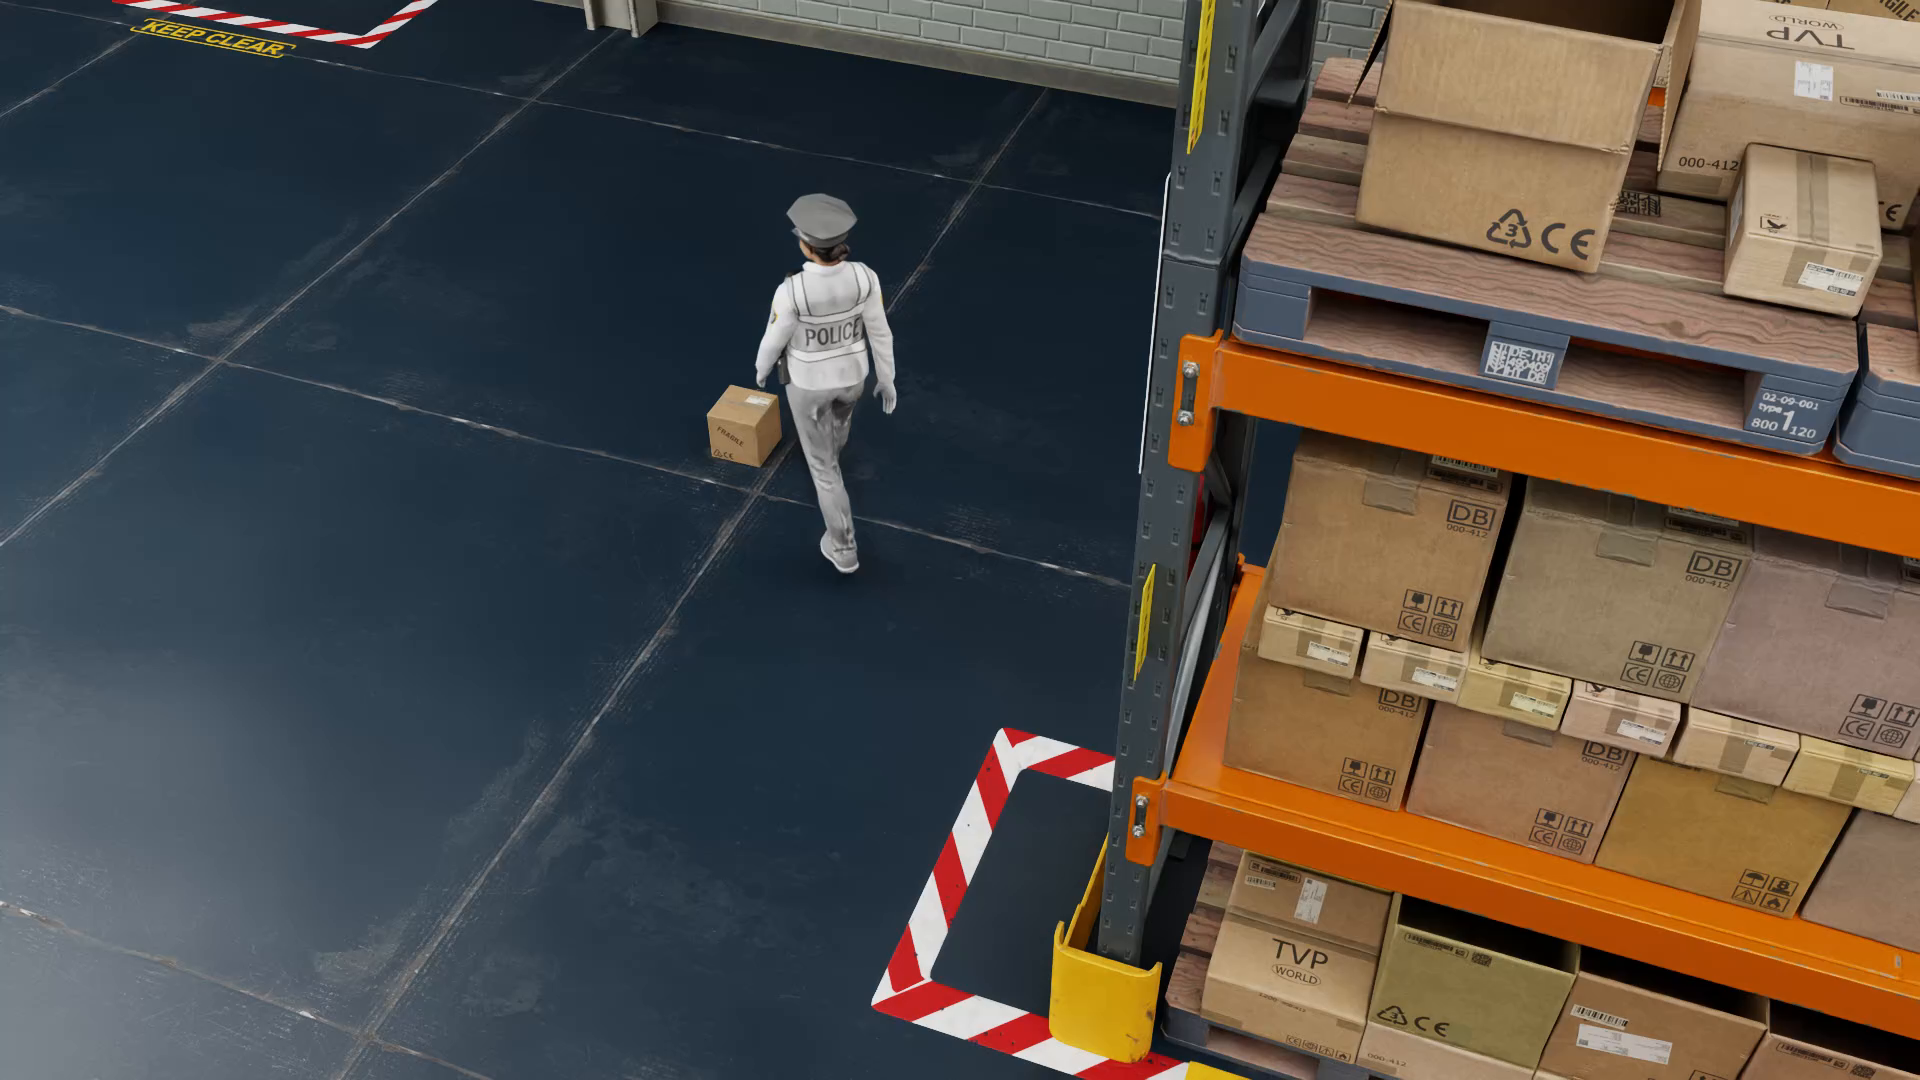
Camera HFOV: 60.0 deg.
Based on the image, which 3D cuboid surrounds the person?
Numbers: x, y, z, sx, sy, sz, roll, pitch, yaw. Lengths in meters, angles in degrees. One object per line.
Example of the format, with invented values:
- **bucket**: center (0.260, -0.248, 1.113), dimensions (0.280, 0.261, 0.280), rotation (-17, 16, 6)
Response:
- **person**: center (-0.611, -0.751, 6.990), dimensions (0.529, 1.622, 0.954), rotation (-20, 45, -21)
